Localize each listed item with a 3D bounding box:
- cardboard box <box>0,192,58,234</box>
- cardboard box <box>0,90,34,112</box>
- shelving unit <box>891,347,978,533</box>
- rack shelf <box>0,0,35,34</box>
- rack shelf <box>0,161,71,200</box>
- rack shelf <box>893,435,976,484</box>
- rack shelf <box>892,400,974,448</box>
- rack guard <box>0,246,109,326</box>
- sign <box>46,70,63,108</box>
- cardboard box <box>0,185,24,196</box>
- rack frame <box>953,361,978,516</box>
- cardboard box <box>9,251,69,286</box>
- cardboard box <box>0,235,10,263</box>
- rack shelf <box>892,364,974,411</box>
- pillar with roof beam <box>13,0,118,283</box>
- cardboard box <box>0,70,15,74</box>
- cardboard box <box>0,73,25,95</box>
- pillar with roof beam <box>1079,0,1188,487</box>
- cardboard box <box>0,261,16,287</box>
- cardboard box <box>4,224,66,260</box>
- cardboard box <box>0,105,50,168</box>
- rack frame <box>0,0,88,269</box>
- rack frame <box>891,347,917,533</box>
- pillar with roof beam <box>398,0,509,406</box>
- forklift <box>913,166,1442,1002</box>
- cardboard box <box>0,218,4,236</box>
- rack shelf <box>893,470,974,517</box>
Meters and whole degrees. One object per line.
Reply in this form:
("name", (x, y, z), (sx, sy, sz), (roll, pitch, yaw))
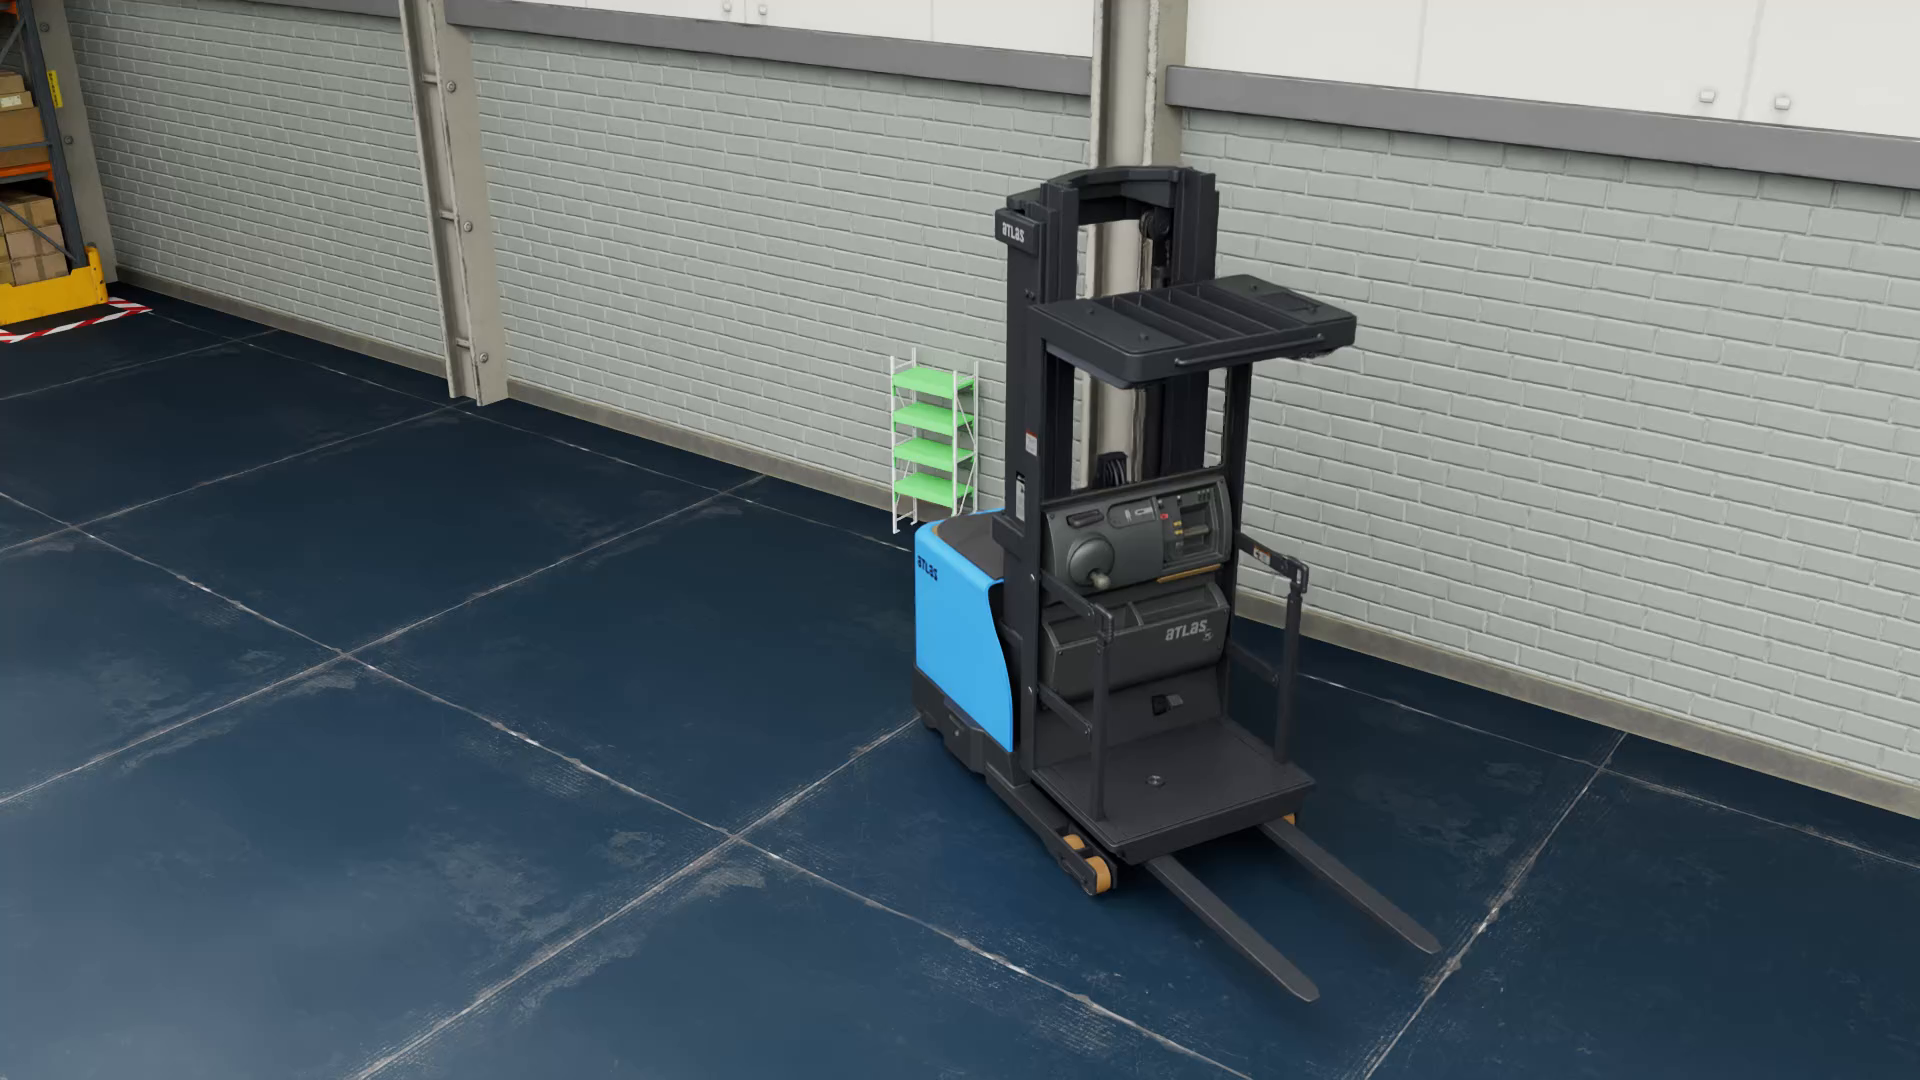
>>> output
("cardboard box", (-8.909, -3.087, 15.686), (0.500, 0.250, 0.500), (16, 29, 33))
("cardboard box", (-8.754, -4.027, 15.240), (0.250, 0.149, 0.380), (16, 28, 32))
("shelving unit", (-0.161, -0.574, 10.562), (0.503, 1.200, 0.258), (17, 28, 33))
("rack shelf", (-10.238, -5.045, 15.653), (4.000, 0.370, 1.077), (17, 29, 33))
("rack shelf", (-10.238, -3.673, 16.258), (4.000, 0.370, 1.077), (17, 29, 33))
("rack shelf", (-0.161, -0.515, 10.588), (0.480, 0.148, 0.258), (17, 28, 33))
("rack shelf", (-0.160, -0.735, 10.492), (0.480, 0.148, 0.258), (17, 28, 33))
("rack guard", (-8.619, -2.369, 15.506), (0.348, 0.500, 1.175), (17, 29, 33))
("sign", (-8.300, -4.128, 15.228), (0.005, 0.325, 0.100), (17, 29, 33))
("cardboard box", (-9.311, -3.207, 15.957), (0.500, 0.250, 0.500), (17, 29, 33))
("rack frame", (0.036, -0.515, 10.430), (0.015, 1.200, 0.240), (17, 28, 33))
("cardboard box", (-8.914, -2.634, 15.898), (0.500, 0.250, 0.500), (17, 29, 34))
("cardboard box", (-9.215, -2.698, 15.422), (0.500, 0.250, 0.500), (16, 29, 33))
("rack shelf", (-0.160, -0.955, 10.396), (0.480, 0.148, 0.258), (17, 28, 33))
("pillar with roof beam", (-11.237, -5.334, 11.695), (0.400, 9.000, 9.100), (17, 29, 33))
("cardboard box", (-8.954, -4.232, 15.337), (0.250, 0.149, 0.380), (18, 29, 35))
("cardboard box", (-8.779, -4.147, 15.145), (0.250, 0.149, 0.380), (16, 28, 32))
("pillar with roof beam", (-1.634, -2.432, 5.109), (0.400, 9.000, 9.100), (17, 29, 33))
("cardboard box", (-9.204, -2.464, 15.511), (0.500, 0.250, 0.500), (17, 29, 34))
("cardboard box", (-8.890, -2.862, 15.794), (0.500, 0.250, 0.500), (17, 29, 34))
("cardboard box", (-8.868, -3.774, 15.470), (0.500, 0.500, 0.500), (18, 29, 35))
("rack frame", (-8.638, -3.518, 15.015), (0.127, 3.000, 1.000), (17, 29, 33))
("rack frame", (-0.358, -0.632, 10.695), (0.015, 1.200, 0.240), (17, 28, 33))
("pillar with roof beam", (-6.435, -3.883, 8.402), (0.400, 9.000, 9.100), (17, 29, 33))
("forklift", (0.895, -0.002, 7.120), (1.130, 2.935, 3.031), (-12, 27, -25))
("cardboard box", (-9.194, -2.921, 15.308), (0.500, 0.250, 0.500), (18, 29, 35))
("rack shelf", (-0.162, -0.295, 10.684), (0.480, 0.148, 0.258), (17, 28, 33))
